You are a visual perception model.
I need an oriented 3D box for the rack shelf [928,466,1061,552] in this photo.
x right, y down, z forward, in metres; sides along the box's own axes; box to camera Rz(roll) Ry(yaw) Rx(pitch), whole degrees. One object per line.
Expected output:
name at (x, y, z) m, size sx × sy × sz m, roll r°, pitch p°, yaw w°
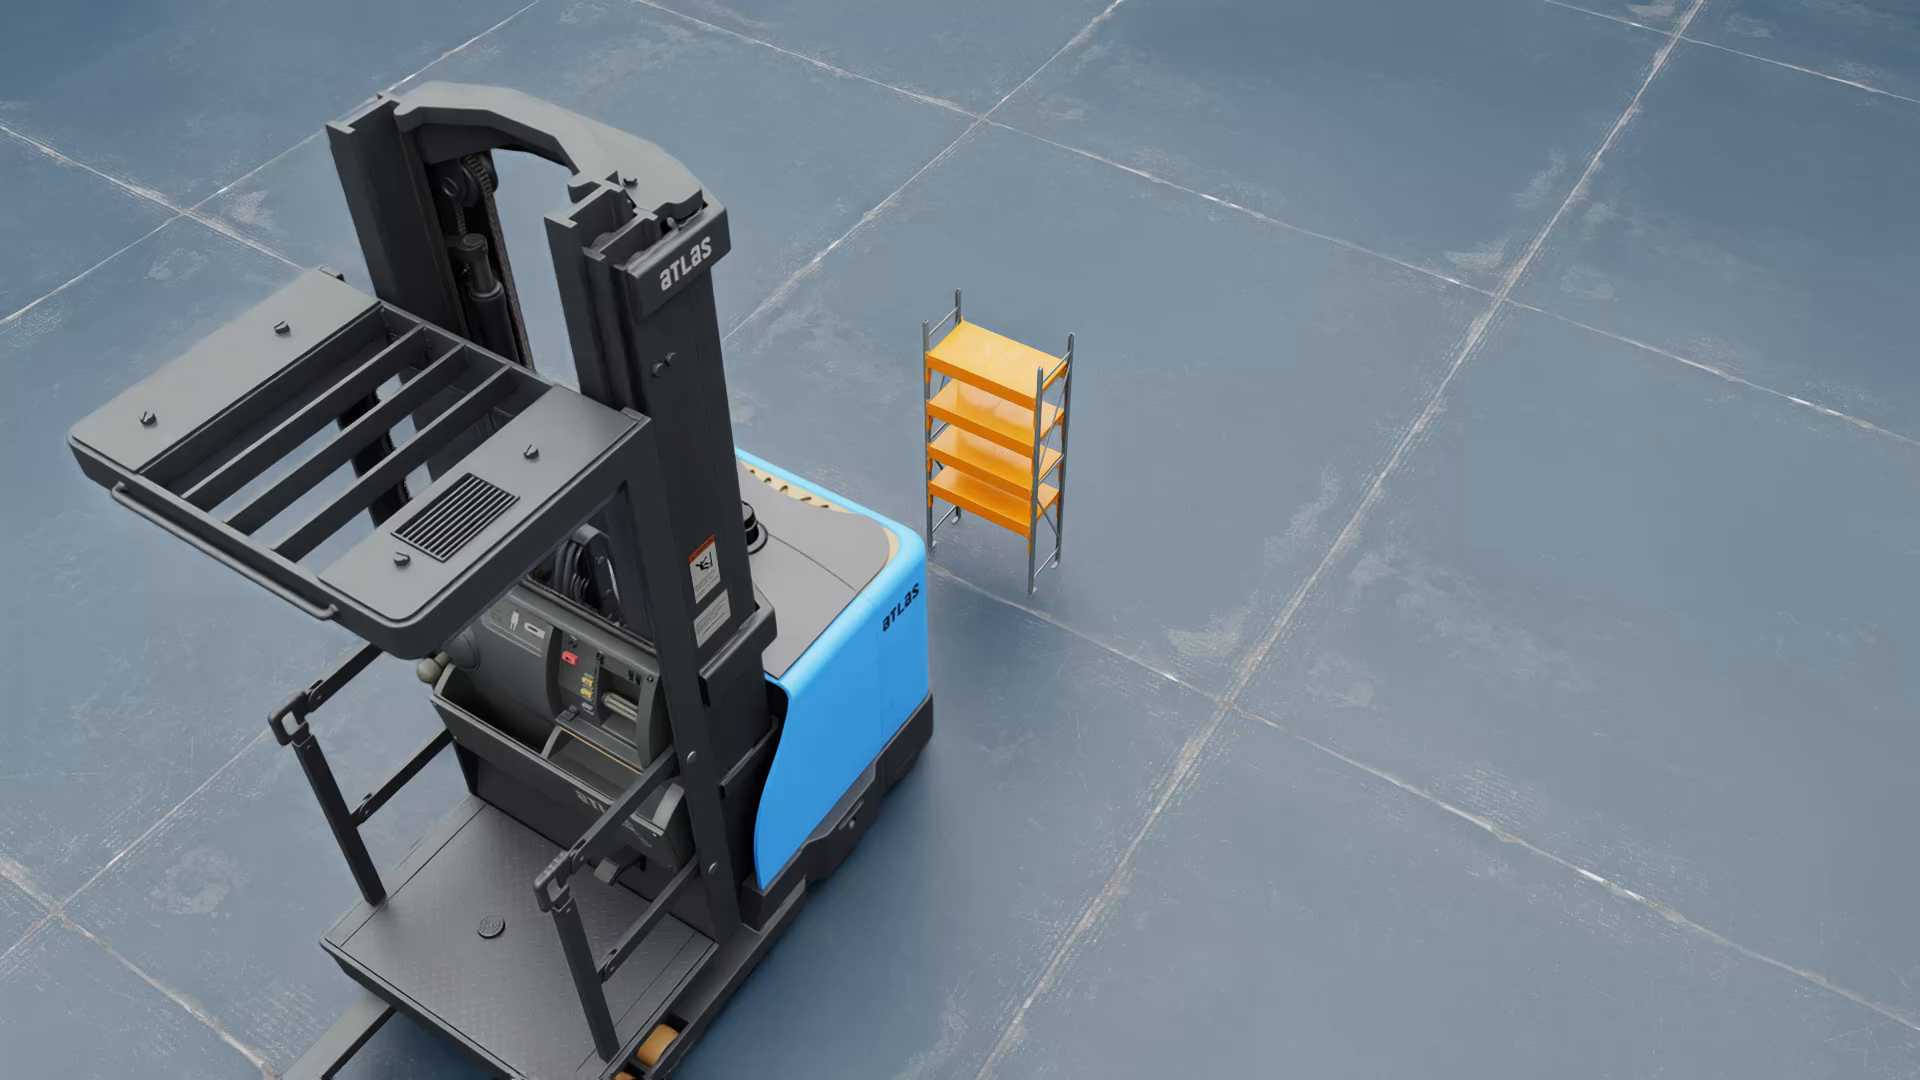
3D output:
rack shelf at (0.139, -0.169, 6.670) m, size 0.480 × 0.148 × 0.258 m, roll 25°, pitch 51°, yaw 22°

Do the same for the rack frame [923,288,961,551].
rack frame at (-0.066, -0.449, 6.571) m, size 0.015 × 1.200 × 0.240 m, roll 25°, pitch 51°, yaw 22°

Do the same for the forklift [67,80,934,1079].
forklift at (-1.320, 0.414, 4.526) m, size 1.130 × 2.935 × 3.031 m, roll 25°, pitch 51°, yaw 22°

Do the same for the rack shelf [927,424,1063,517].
rack shelf at (0.139, -0.307, 6.527) m, size 0.480 × 0.148 × 0.258 m, roll 25°, pitch 51°, yaw 22°

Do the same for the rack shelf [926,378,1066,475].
rack shelf at (0.139, -0.463, 6.367) m, size 0.480 × 0.148 × 0.258 m, roll 25°, pitch 51°, yaw 22°

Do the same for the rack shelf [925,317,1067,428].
rack shelf at (0.139, -0.628, 6.197) m, size 0.480 × 0.148 × 0.258 m, roll 25°, pitch 51°, yaw 22°

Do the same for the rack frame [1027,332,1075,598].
rack frame at (0.345, -0.260, 6.387) m, size 0.015 × 1.200 × 0.240 m, roll 25°, pitch 51°, yaw 22°

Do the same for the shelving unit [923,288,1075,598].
shelving unit at (0.139, -0.354, 6.479) m, size 0.503 × 1.200 × 0.258 m, roll 25°, pitch 51°, yaw 22°
